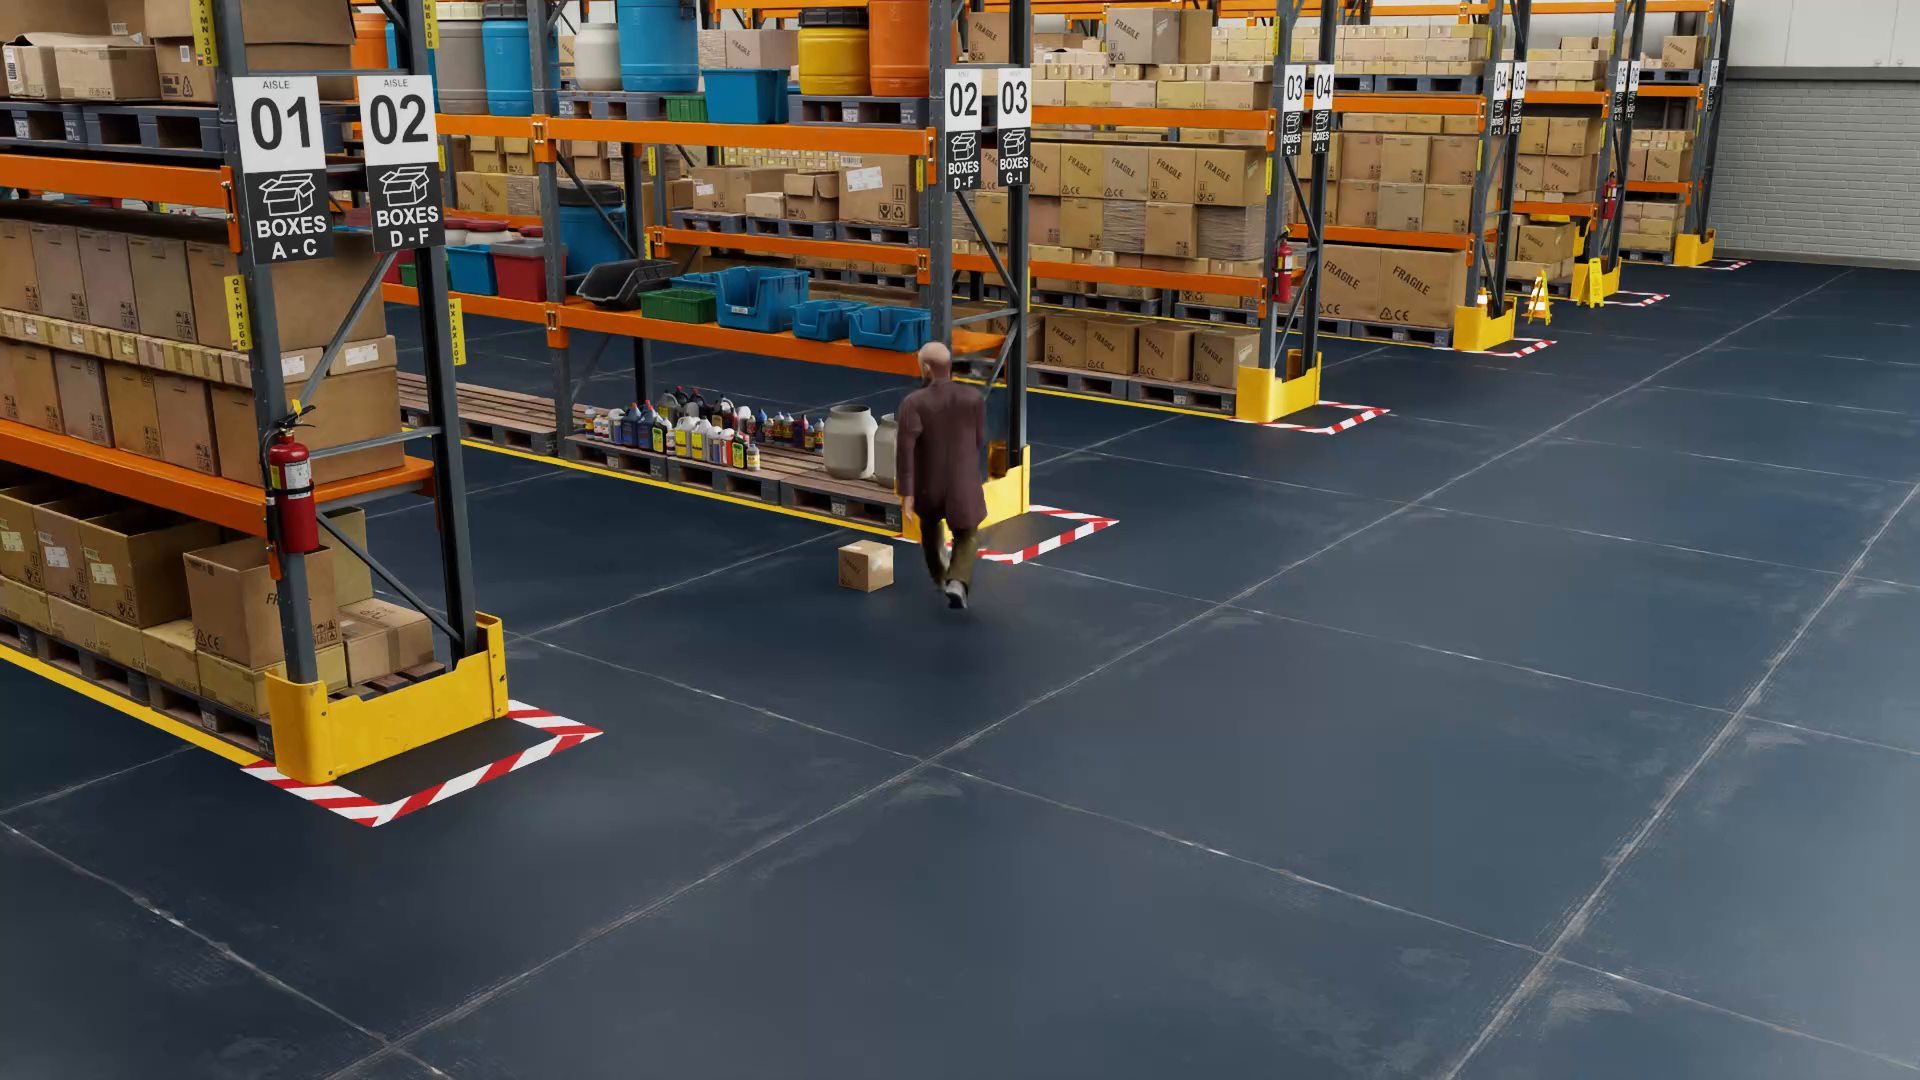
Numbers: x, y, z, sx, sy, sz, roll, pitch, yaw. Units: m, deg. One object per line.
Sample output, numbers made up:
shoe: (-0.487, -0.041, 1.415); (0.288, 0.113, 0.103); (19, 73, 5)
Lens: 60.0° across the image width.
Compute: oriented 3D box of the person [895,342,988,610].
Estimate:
person: (-0.112, -0.405, 10.095); (0.562, 1.644, 1.118); (-1, 16, -2)
